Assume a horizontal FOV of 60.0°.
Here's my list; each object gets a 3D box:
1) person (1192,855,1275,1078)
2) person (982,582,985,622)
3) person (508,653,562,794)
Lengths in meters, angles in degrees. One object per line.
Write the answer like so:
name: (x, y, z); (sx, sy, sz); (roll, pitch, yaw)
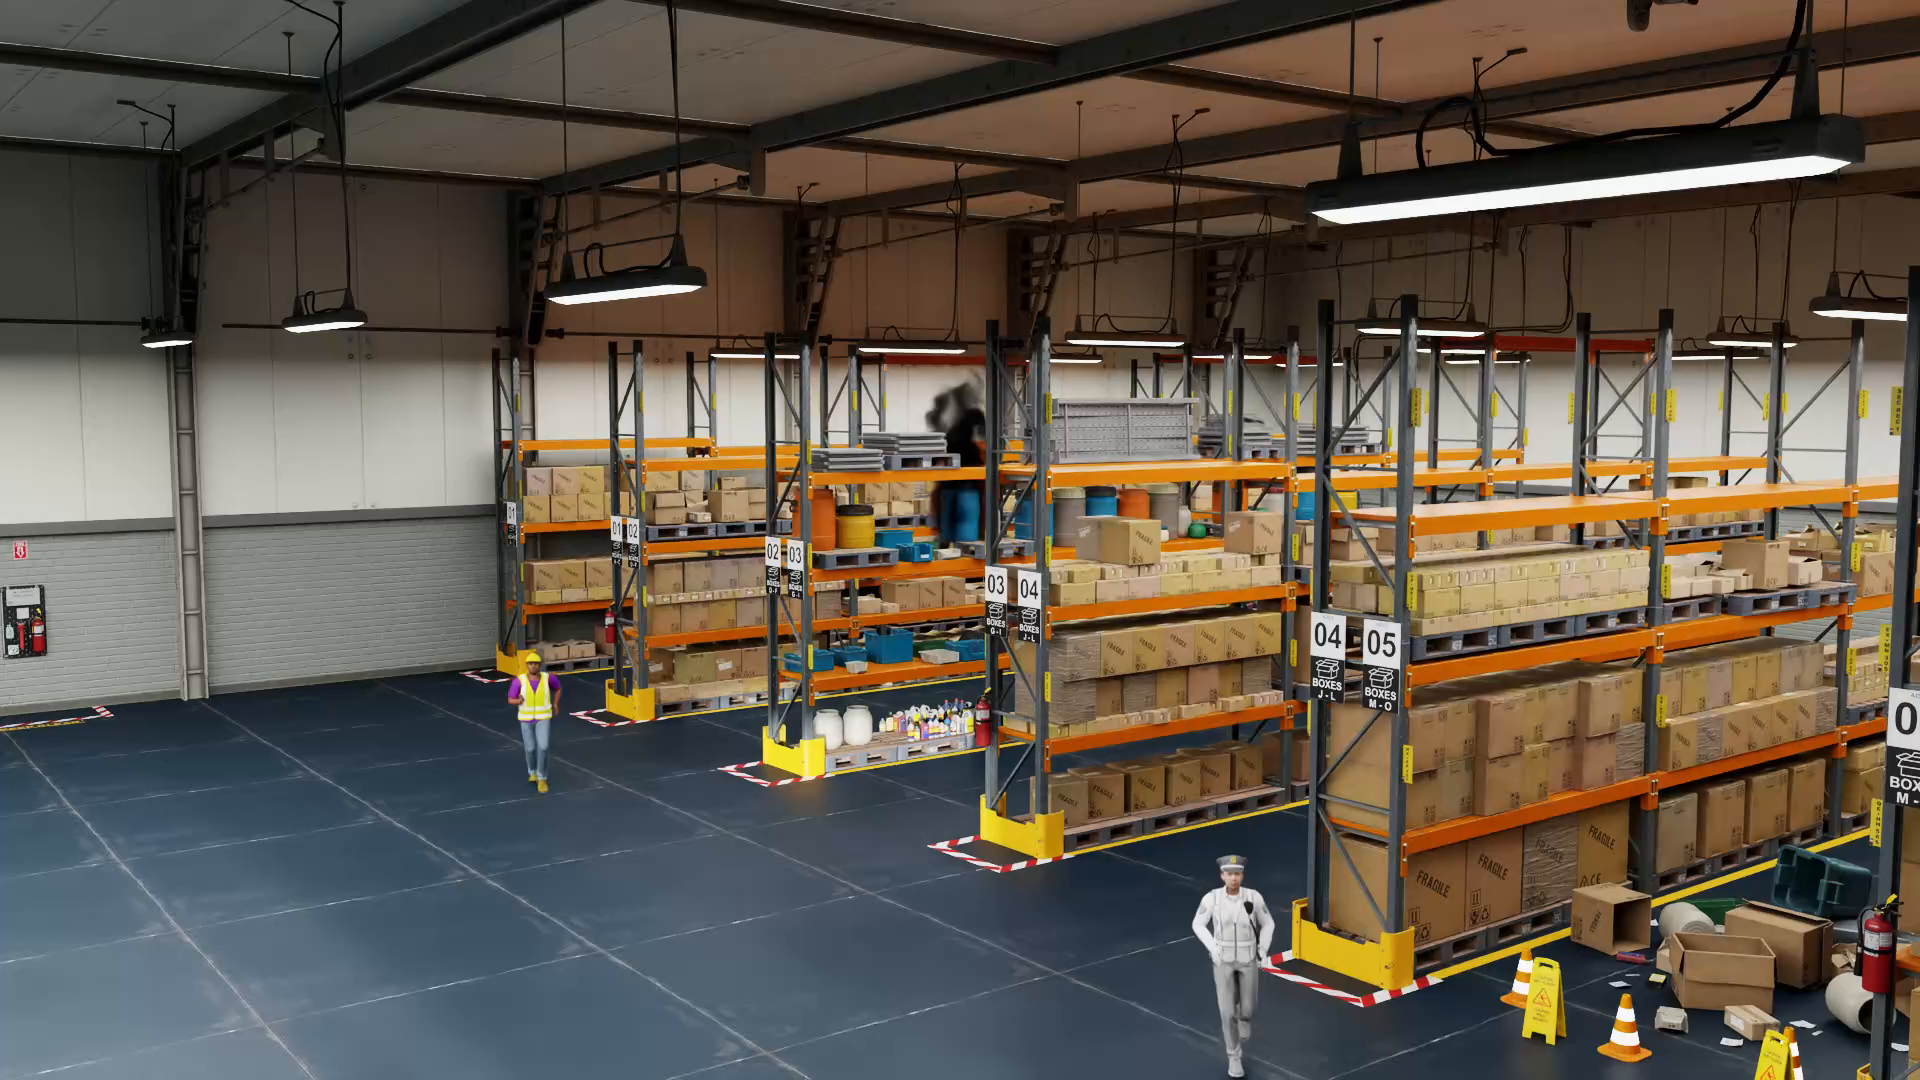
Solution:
person: (2.104, 3.215, 12.808); (0.632, 1.666, 0.657); (1, 5, 7)
person: (0.751, 1.240, 34.810); (0.664, 1.736, 0.678); (5, 7, 43)
person: (-5.550, 2.378, 21.716); (0.674, 1.822, 0.730); (-1, 5, -11)
